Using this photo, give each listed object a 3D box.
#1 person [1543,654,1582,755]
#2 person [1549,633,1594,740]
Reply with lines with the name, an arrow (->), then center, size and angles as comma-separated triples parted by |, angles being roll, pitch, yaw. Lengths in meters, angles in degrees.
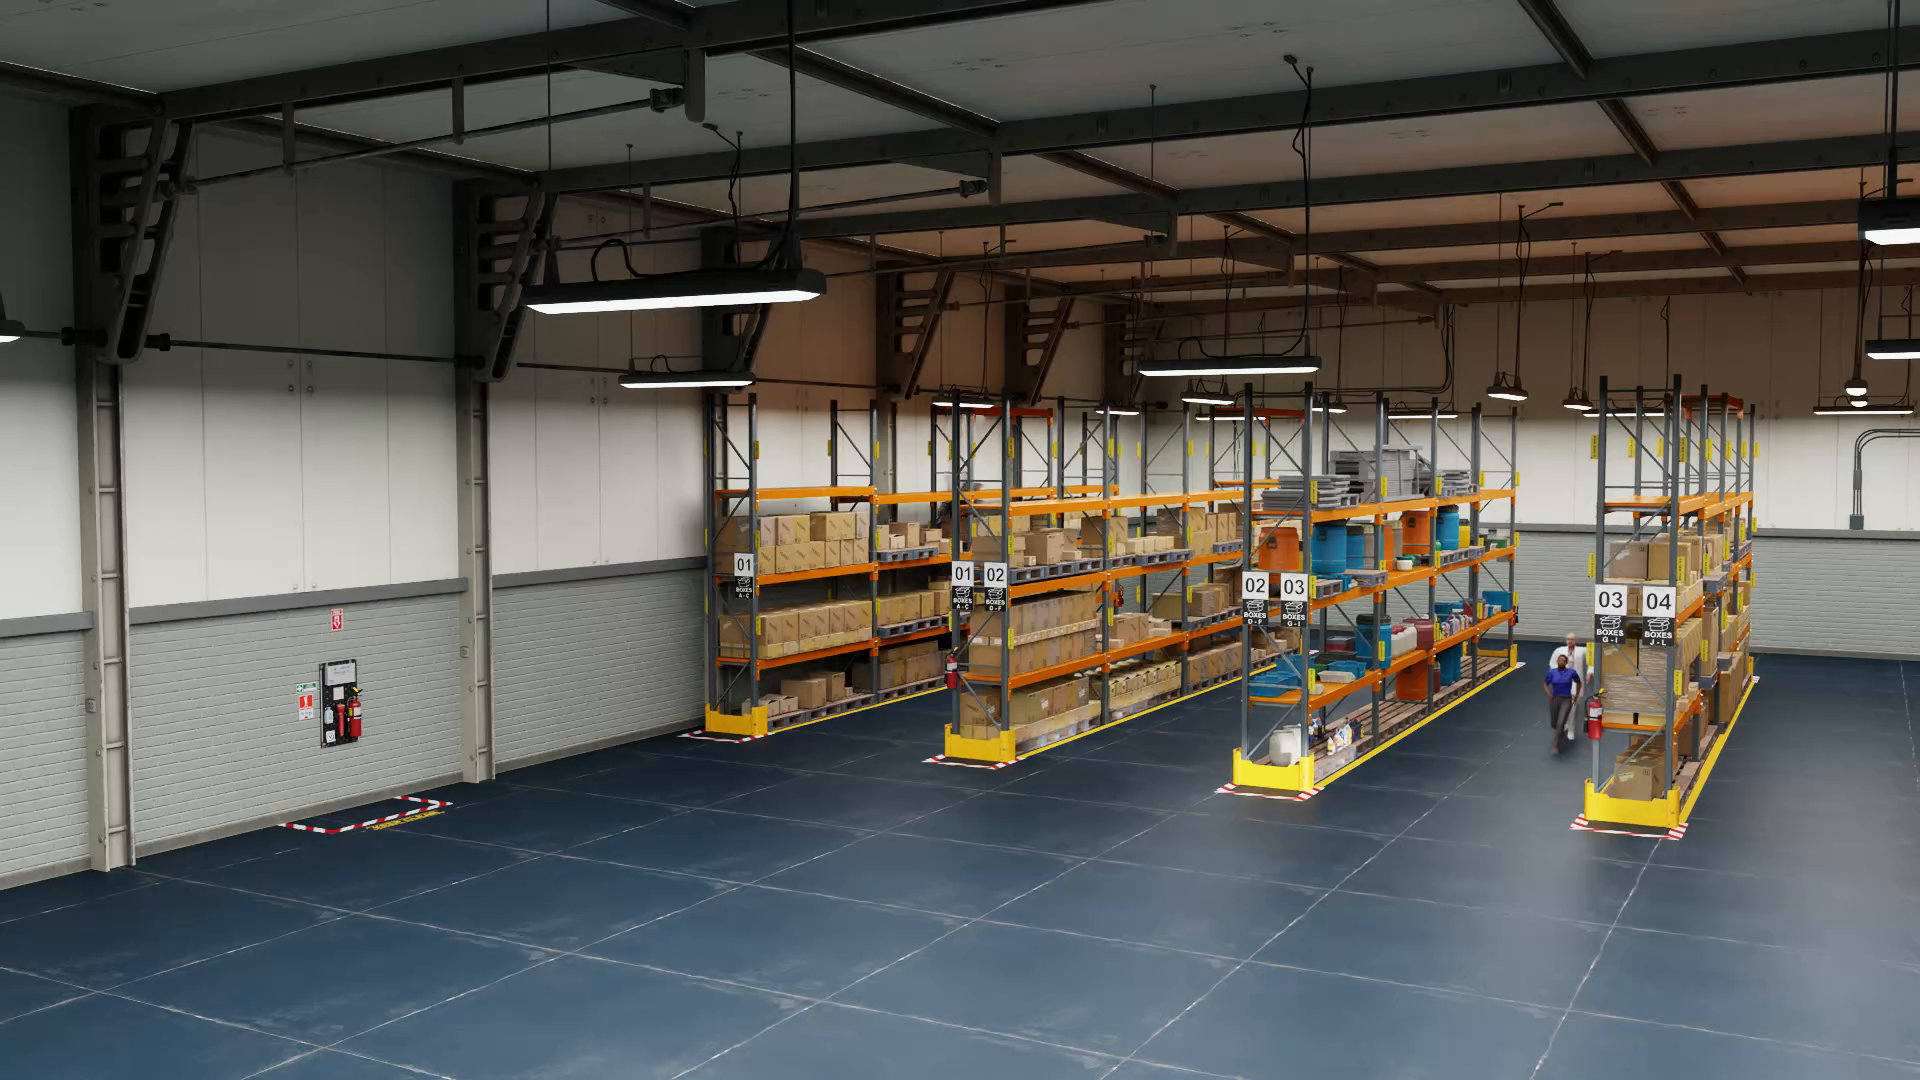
person -> 10.003, 2.712, 27.639 | 0.599, 1.634, 0.867 | 2, 3, 27
person -> 10.716, 2.578, 29.148 | 0.735, 1.737, 0.929 | 2, 4, 28
